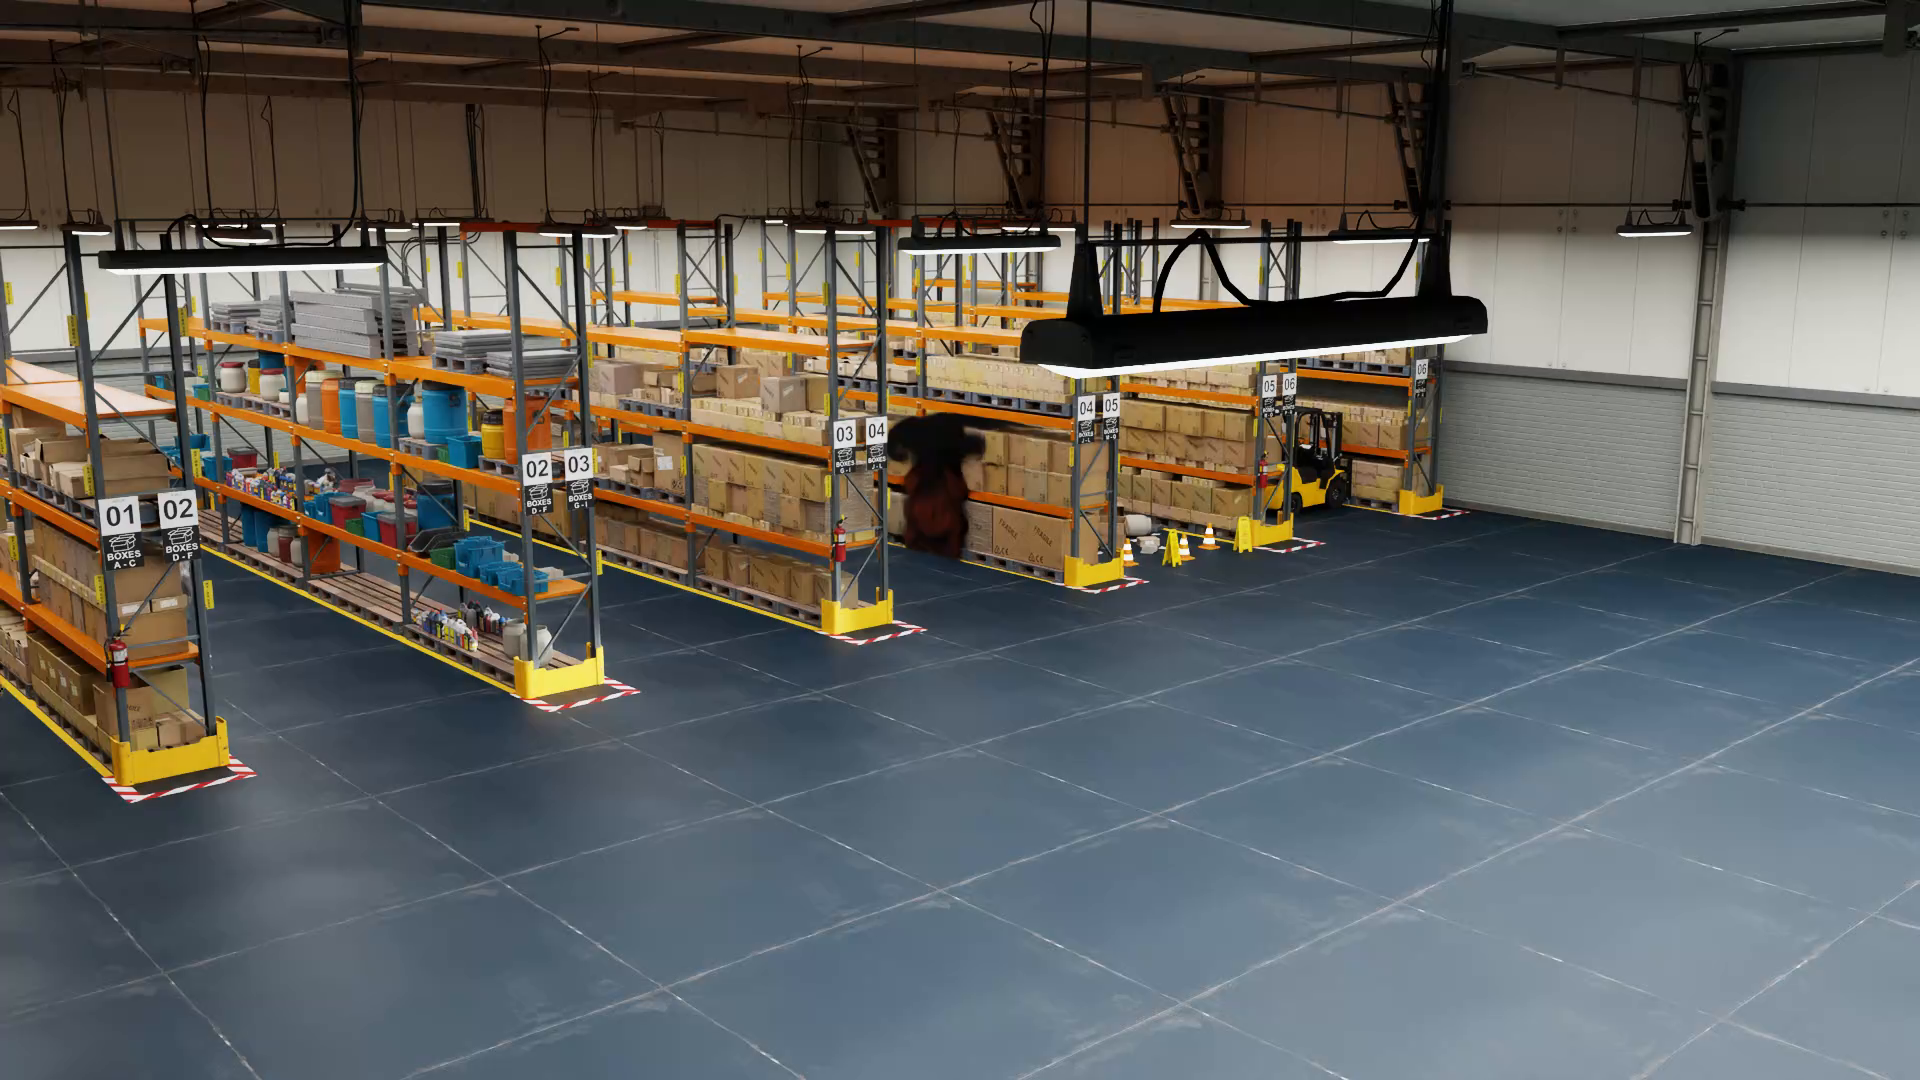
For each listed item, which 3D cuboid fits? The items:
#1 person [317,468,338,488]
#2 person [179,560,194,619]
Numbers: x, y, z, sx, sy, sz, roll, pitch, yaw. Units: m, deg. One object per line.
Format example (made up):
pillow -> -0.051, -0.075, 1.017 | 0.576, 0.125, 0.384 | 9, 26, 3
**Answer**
person -> -12.216, -0.736, 31.997 | 0.957, 1.374, 0.584 | 5, 13, 24
person -> -11.814, 0.549, 25.212 | 0.714, 1.572, 0.603 | 7, 13, 31
